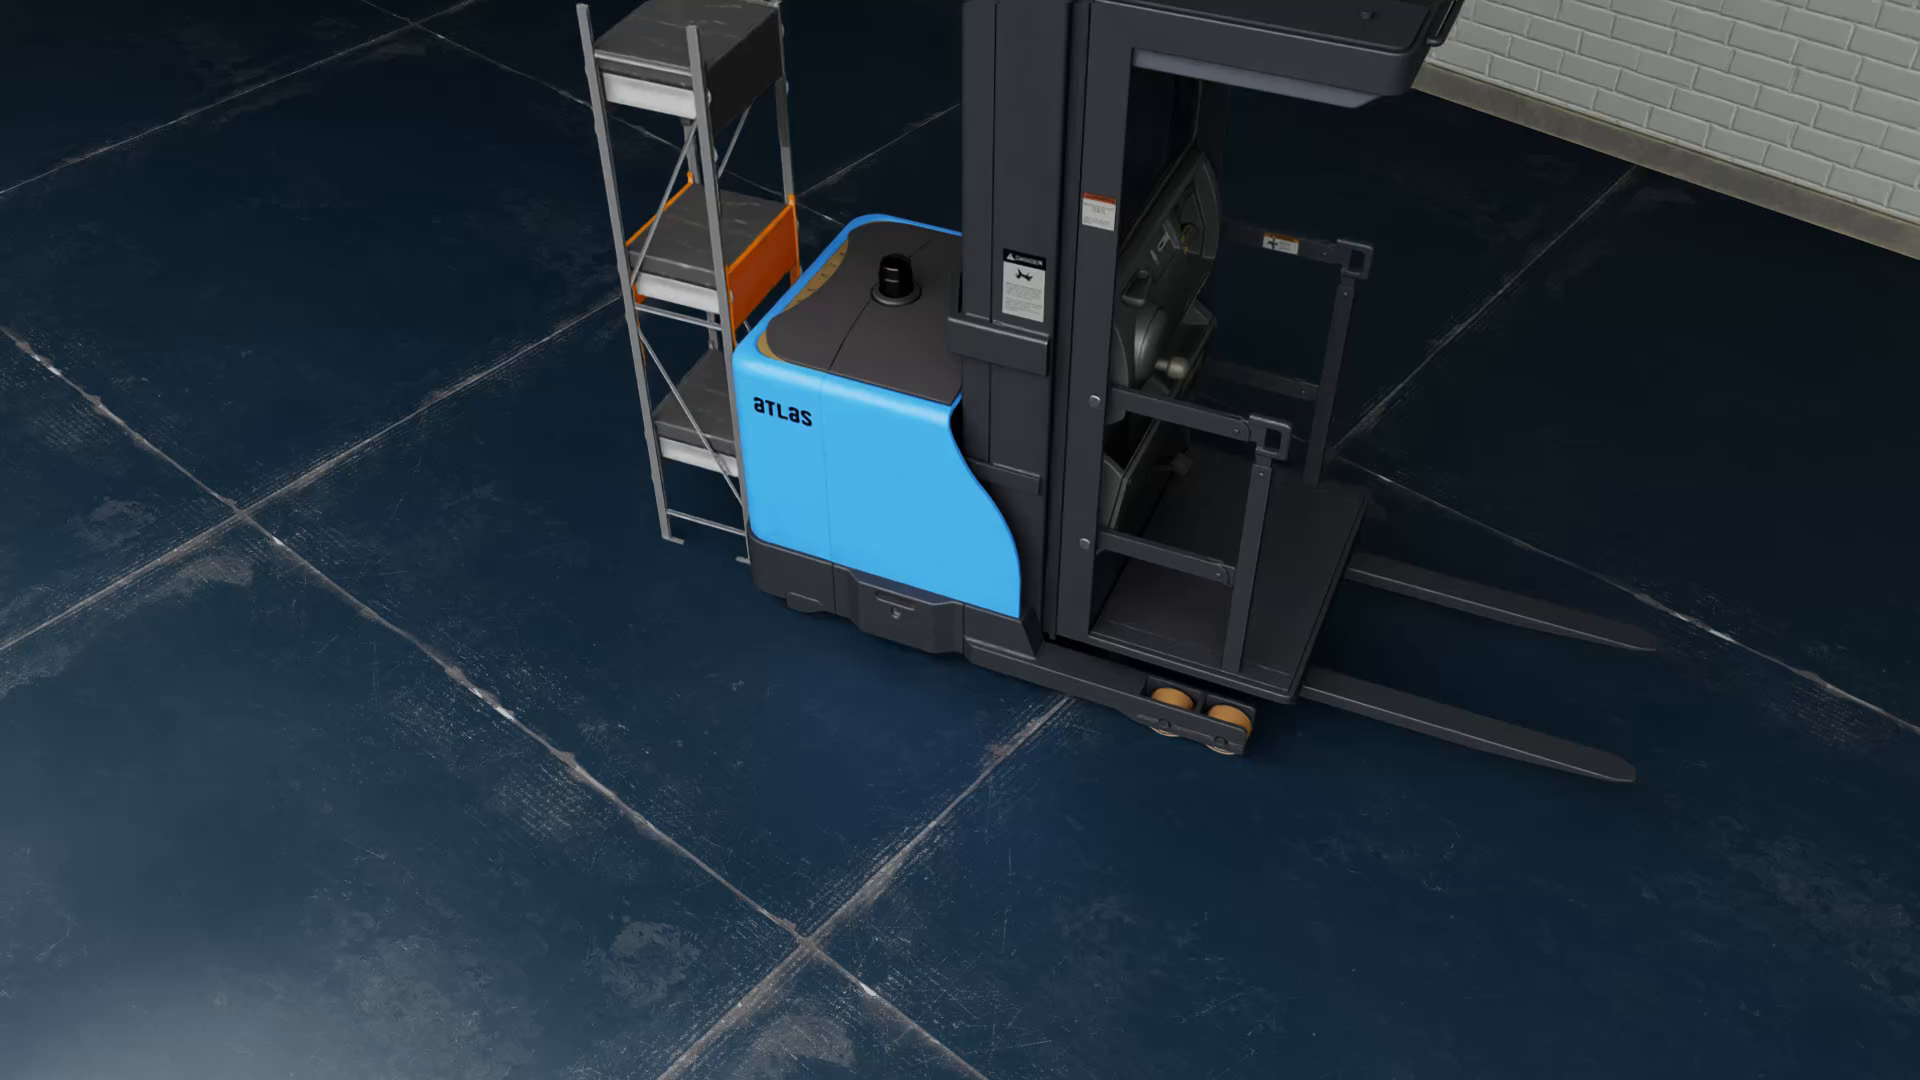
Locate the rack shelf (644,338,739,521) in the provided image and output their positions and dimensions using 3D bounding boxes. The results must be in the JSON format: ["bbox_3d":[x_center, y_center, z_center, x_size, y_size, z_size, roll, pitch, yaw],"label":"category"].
[{"bbox_3d":[-0.838,-0.358,6.143,0.431,0.518,0.480,16,45,16],"label":"rack shelf"}]

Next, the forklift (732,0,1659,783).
[{"bbox_3d":[0.813,-0.788,4.938,3.031,2.935,1.130,16,45,17],"label":"forklift"}]

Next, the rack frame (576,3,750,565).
[{"bbox_3d":[-0.932,-0.734,5.497,0.400,2.100,0.015,16,45,16],"label":"rack frame"}]

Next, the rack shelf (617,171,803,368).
[{"bbox_3d":[-0.838,-0.876,5.672,0.431,0.518,0.480,16,45,16],"label":"rack shelf"}]

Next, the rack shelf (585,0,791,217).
[{"bbox_3d":[-0.838,-1.394,5.202,0.431,0.518,0.480,16,45,16],"label":"rack shelf"}]

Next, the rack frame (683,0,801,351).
[{"bbox_3d":[-0.744,-1.037,5.830,0.400,2.100,0.015,16,45,16],"label":"rack frame"}]

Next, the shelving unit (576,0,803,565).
[{"bbox_3d":[-0.838,-0.886,5.663,0.431,2.100,0.503,16,45,16],"label":"shelving unit"}]
